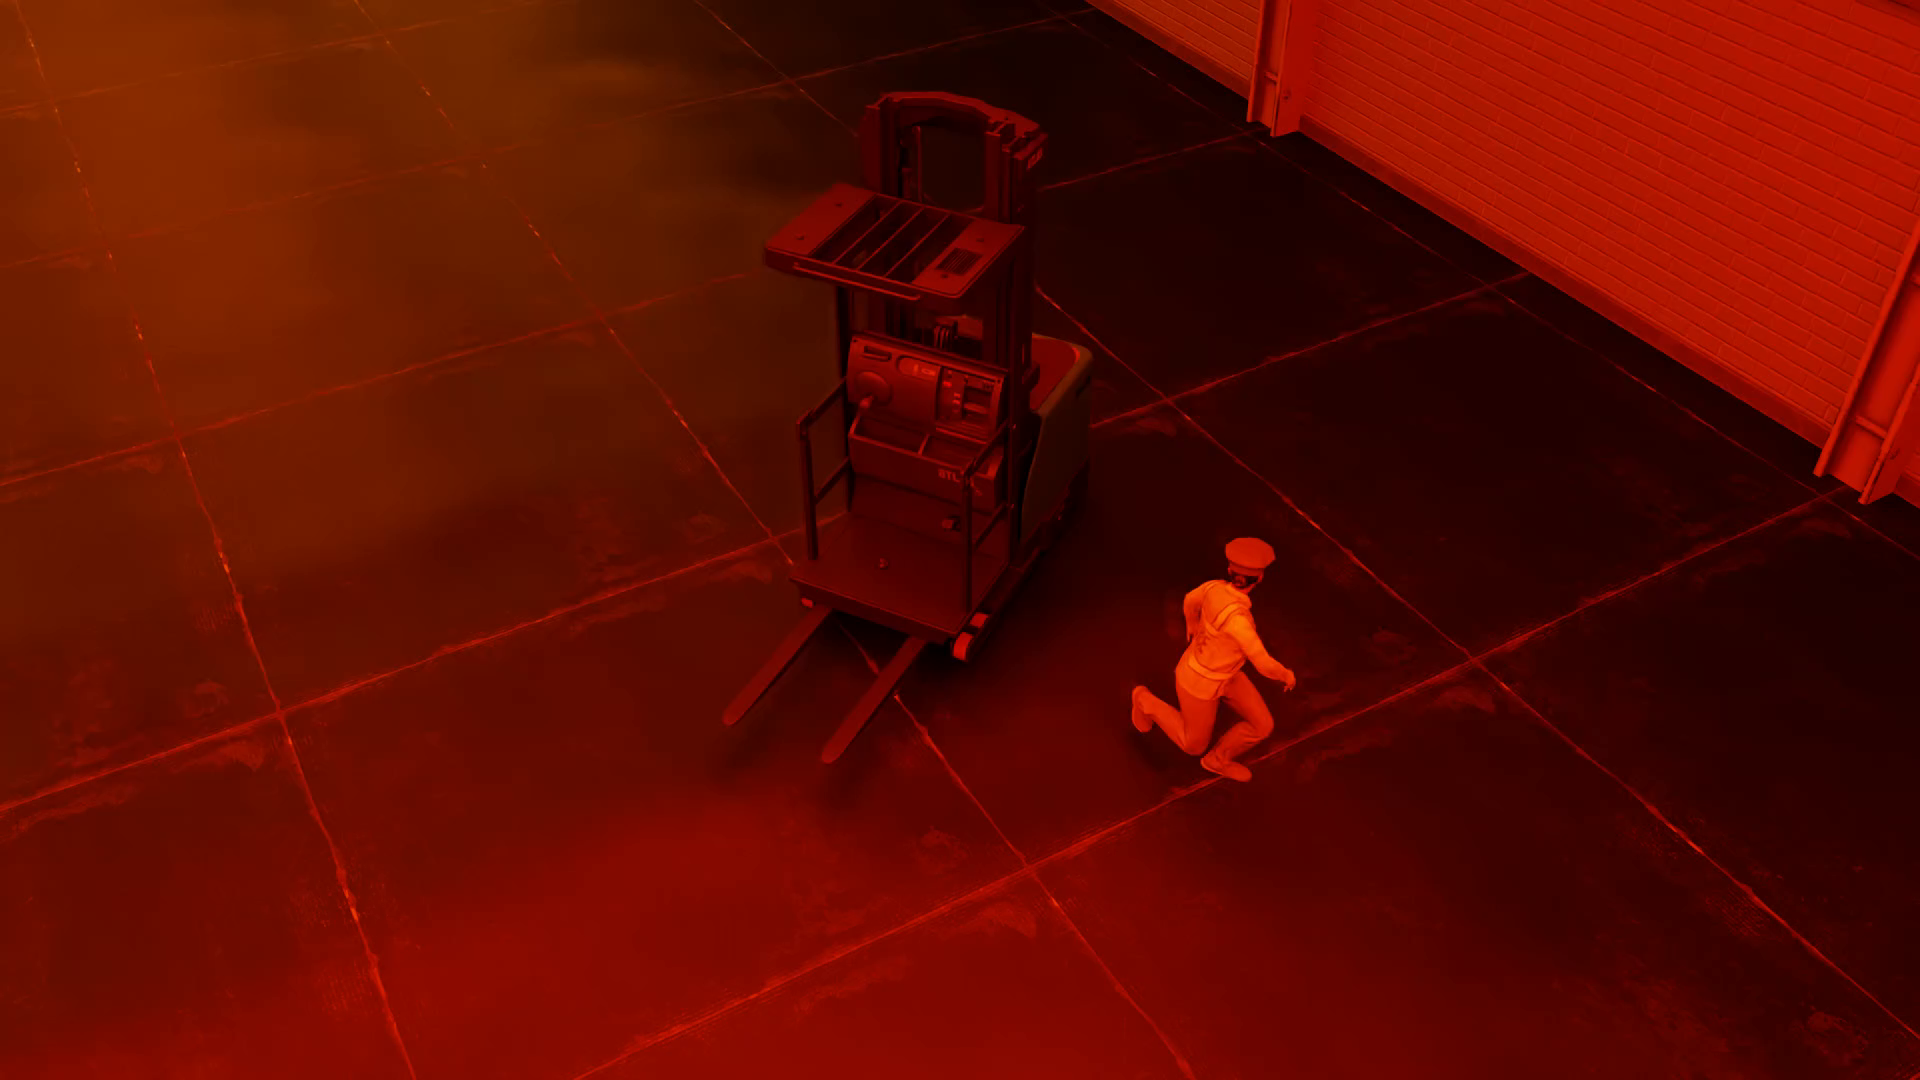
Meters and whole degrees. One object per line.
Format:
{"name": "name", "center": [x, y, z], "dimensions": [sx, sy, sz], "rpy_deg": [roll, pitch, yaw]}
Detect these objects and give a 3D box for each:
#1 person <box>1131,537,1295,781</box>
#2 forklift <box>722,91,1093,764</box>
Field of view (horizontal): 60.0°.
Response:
{"name": "person", "center": [1.303, 0.609, 8.509], "dimensions": [0.844, 1.449, 0.564], "rpy_deg": [17, 43, 19]}
{"name": "forklift", "center": [-0.290, -0.759, 8.952], "dimensions": [1.130, 2.935, 3.031], "rpy_deg": [18, 43, 20]}
